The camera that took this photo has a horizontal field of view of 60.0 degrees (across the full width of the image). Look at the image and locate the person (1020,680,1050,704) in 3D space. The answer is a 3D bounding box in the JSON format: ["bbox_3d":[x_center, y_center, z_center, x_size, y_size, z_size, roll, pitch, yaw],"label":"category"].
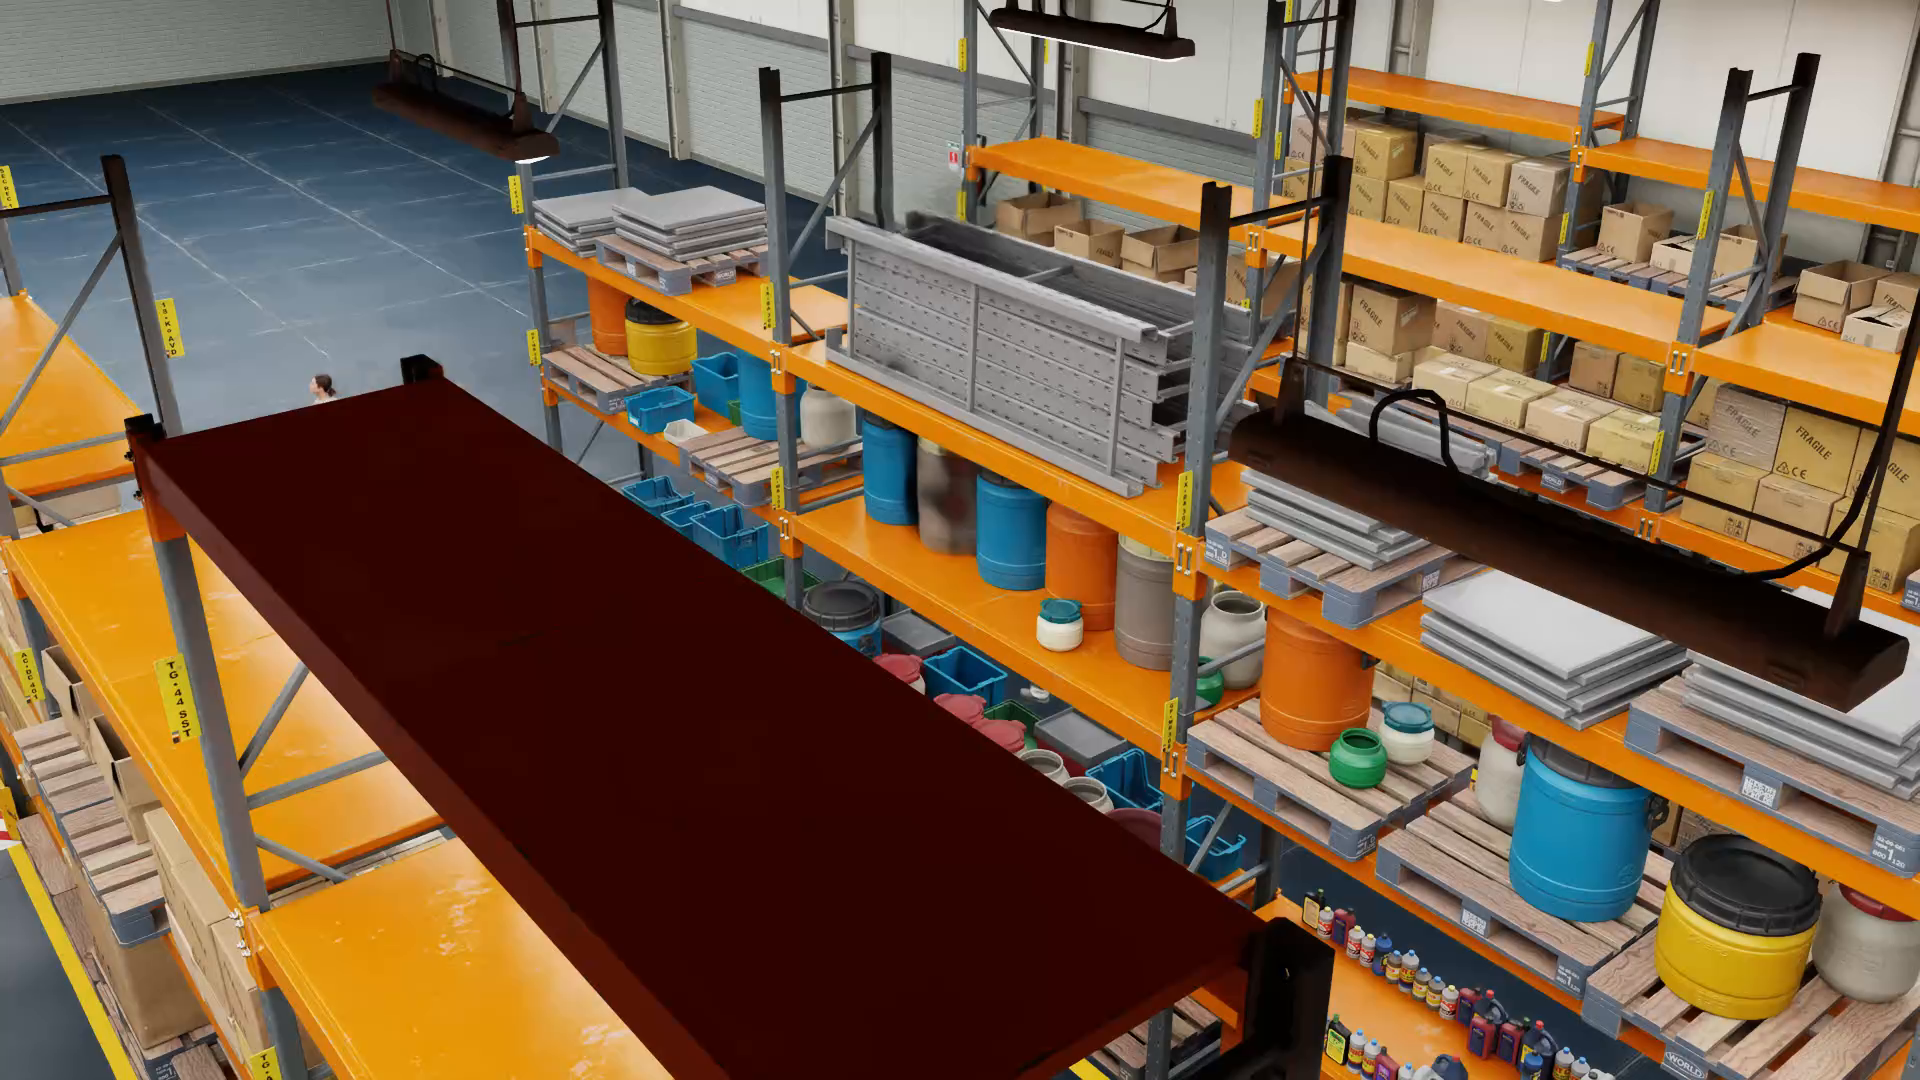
[{"bbox_3d":[0.736,0.651,14.270,0.605,1.754,0.657,19,32,34],"label":"person"}]

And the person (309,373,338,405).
[{"bbox_3d":[-7.052,-1.109,18.706,0.573,1.626,0.565,-8,27,-17],"label":"person"}]
